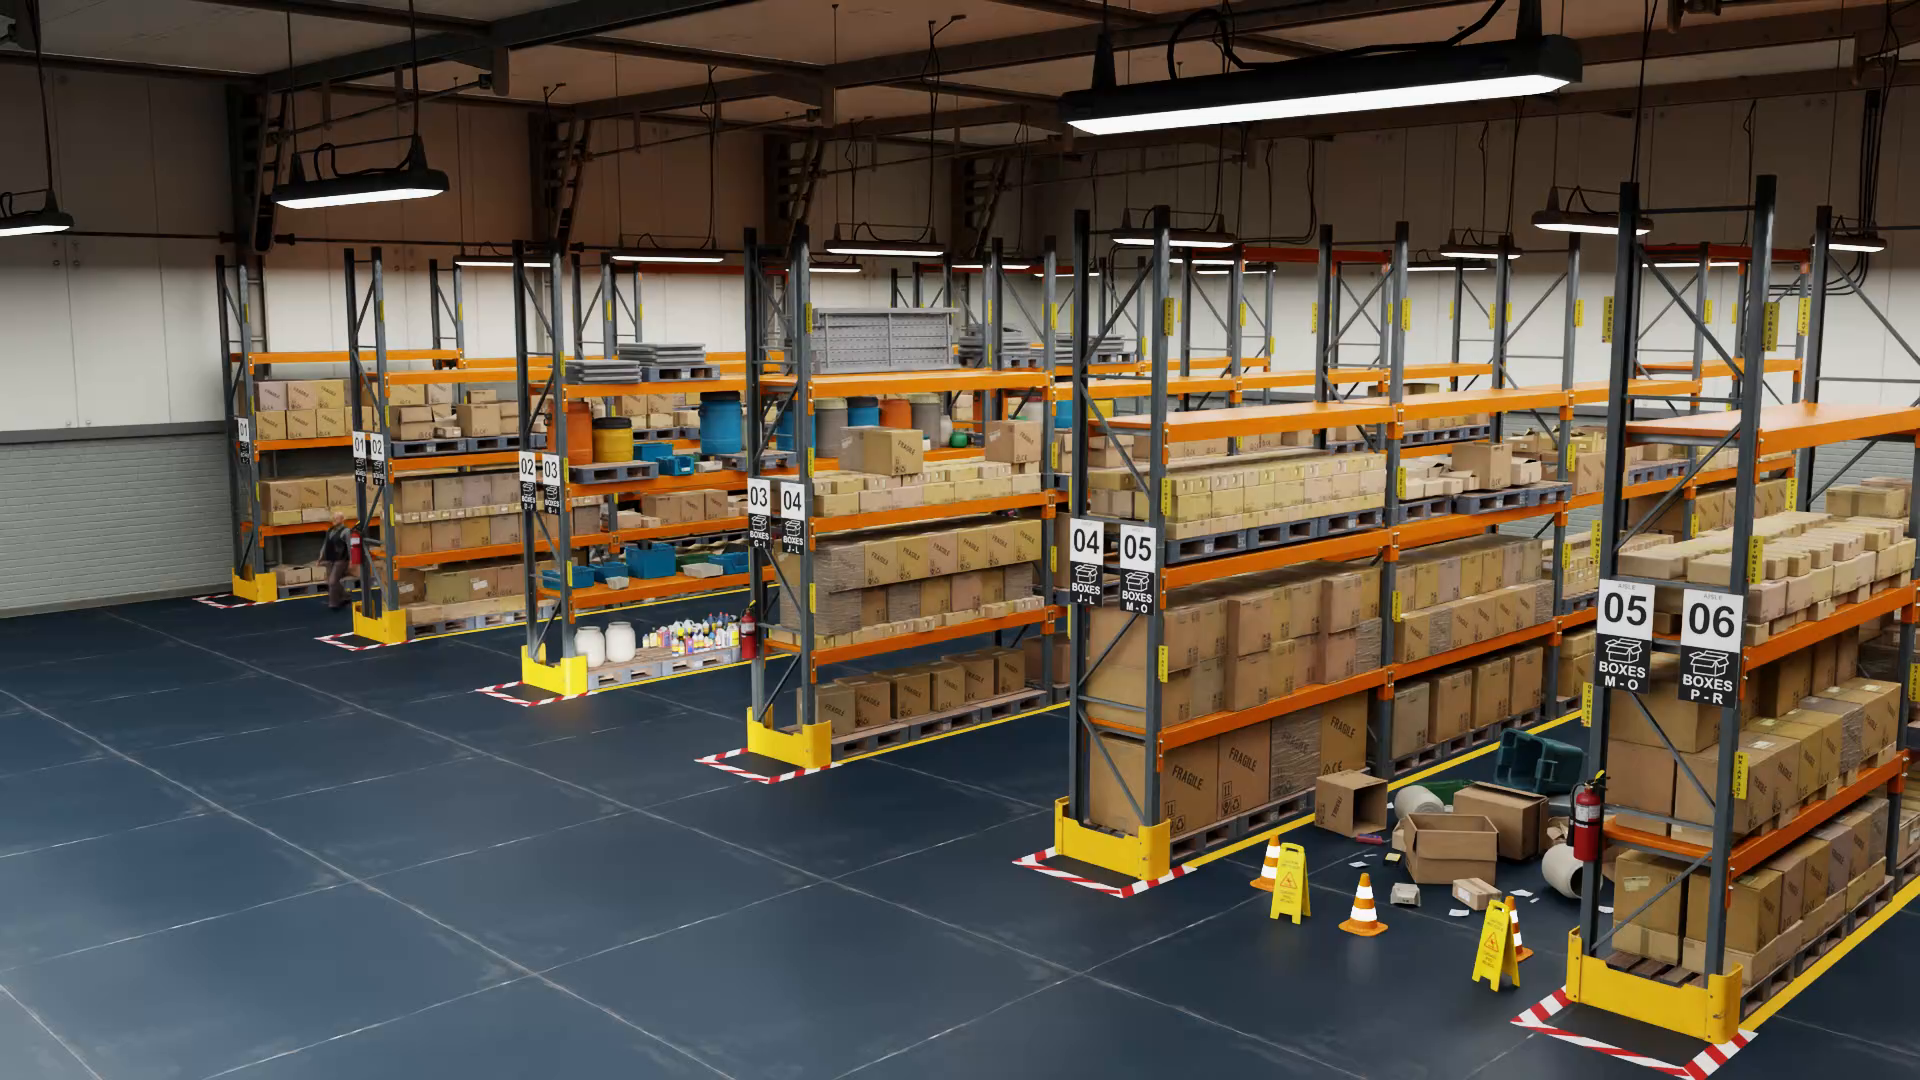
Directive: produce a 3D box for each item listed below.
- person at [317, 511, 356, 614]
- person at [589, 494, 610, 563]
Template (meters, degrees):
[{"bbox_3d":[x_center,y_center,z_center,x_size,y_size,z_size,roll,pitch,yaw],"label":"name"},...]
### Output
[{"bbox_3d":[-10.490,0.384,28.065,0.607,1.750,0.650,4,9,28],"label":"person"},{"bbox_3d":[-6.943,-0.141,32.029,0.609,1.576,0.479,-8,11,-44],"label":"person"}]
